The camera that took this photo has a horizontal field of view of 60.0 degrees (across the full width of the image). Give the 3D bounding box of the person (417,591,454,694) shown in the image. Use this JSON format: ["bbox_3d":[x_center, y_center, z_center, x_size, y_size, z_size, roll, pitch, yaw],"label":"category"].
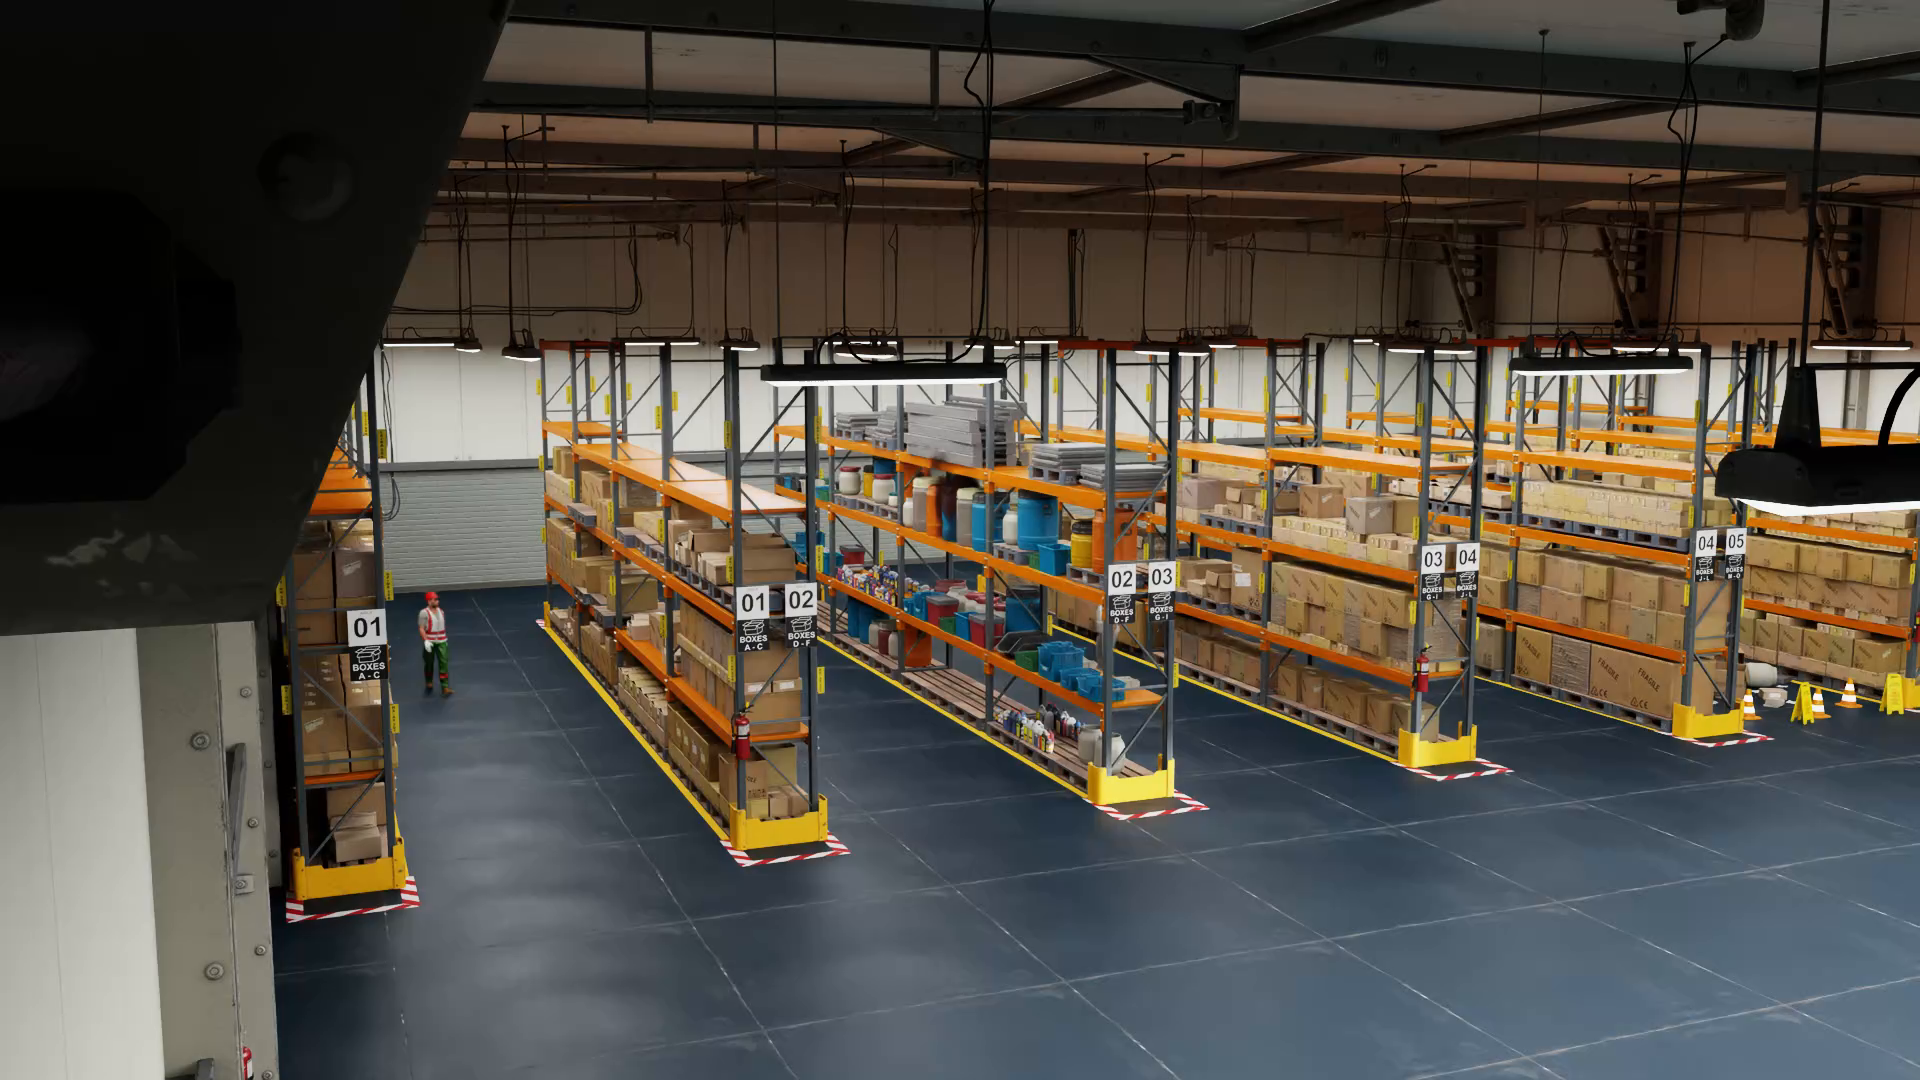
[{"bbox_3d":[-9.003,1.757,28.478,0.520,1.736,1.019,-4,8,-28],"label":"person"}]

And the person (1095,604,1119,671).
[{"bbox_3d":[2.551,1.629,29.470,0.534,1.773,0.567,-2,8,-13],"label":"person"}]
